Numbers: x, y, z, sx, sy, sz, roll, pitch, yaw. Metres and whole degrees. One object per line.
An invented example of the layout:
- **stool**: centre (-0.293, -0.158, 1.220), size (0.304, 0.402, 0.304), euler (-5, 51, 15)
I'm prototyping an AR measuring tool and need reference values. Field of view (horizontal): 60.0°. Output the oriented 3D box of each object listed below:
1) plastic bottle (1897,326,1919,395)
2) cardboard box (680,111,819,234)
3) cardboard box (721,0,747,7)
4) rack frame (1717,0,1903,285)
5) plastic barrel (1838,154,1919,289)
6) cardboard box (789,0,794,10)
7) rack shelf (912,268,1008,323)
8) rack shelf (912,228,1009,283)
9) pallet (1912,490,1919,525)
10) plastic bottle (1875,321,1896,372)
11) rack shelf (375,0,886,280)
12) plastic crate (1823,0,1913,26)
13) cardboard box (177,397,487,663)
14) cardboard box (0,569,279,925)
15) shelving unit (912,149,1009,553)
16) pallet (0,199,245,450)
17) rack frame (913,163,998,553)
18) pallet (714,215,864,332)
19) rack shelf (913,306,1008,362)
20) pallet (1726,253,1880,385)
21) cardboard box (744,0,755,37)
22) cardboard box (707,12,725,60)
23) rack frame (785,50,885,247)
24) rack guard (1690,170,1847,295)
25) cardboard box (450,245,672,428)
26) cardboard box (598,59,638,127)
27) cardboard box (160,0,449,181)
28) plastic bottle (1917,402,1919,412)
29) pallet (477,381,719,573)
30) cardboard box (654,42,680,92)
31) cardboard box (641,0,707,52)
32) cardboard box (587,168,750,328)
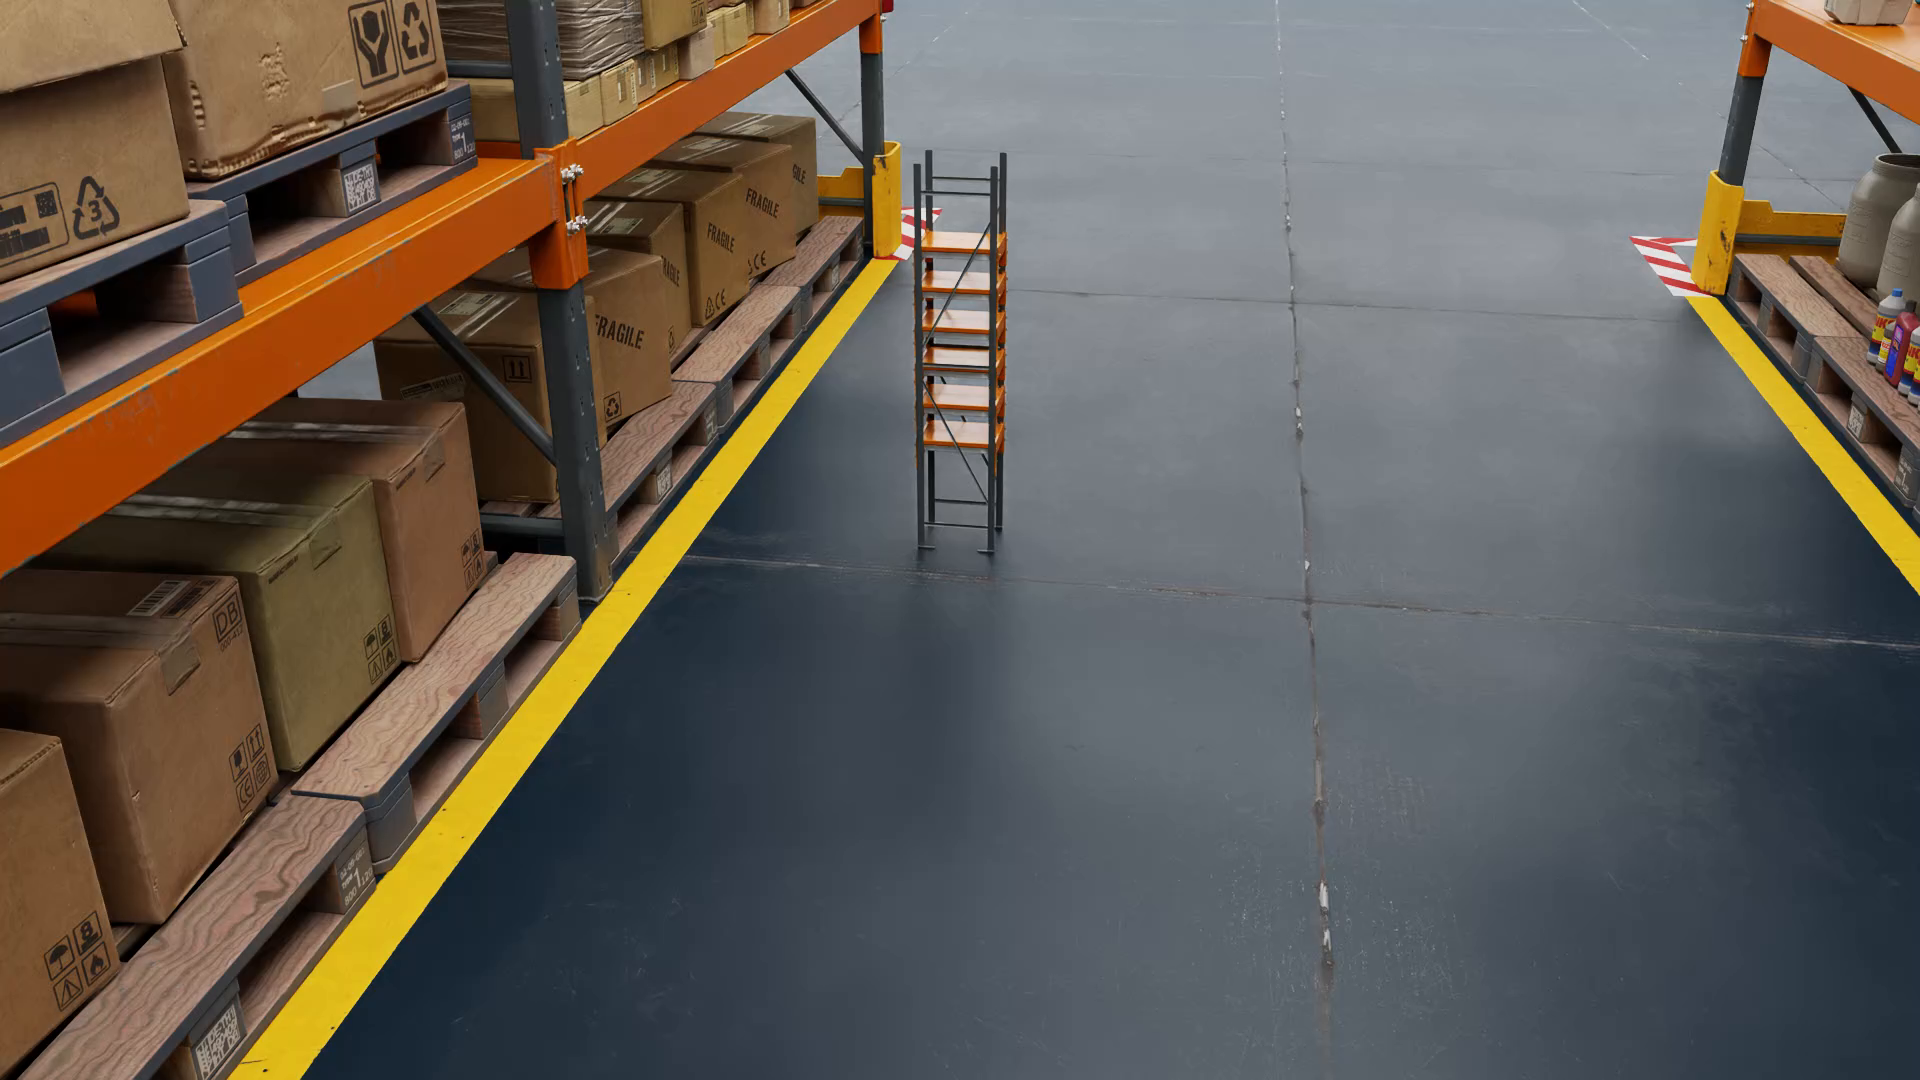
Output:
- **plastic bottle**: centre (3.346, -0.642, 5.782), size (0.097, 0.271, 0.097), euler (0, 25, 0)
- **cardboard box**: centre (-0.999, -1.699, 7.795), size (0.500, 0.500, 0.500), euler (9, 27, 18)
- **cardboard box**: centre (-1.178, -2.221, 5.988), size (0.875, 0.500, 0.500), euler (4, 25, 9)
- **rack frame**: centre (4.006, -2.558, 7.177), size (1.000, 3.000, 0.127), euler (4, 25, 9)
- **plastic barrel**: centre (3.974, -1.341, 7.016), size (0.421, 0.512, 0.421), euler (0, 25, 0)
- **cardboard box**: centre (-0.893, -2.236, 6.785), size (0.380, 0.149, 0.250), euler (4, 25, 9)
- **rack shelf**: centre (0.002, -0.727, 4.926), size (0.258, 0.103, 0.180), euler (4, 25, 9)
- **rack shelf**: centre (0.002, -0.835, 4.875), size (0.258, 0.103, 0.180), euler (4, 25, 9)
- **pallet**: centre (3.503, 0.100, 4.788), size (1.003, 0.211, 1.213), euler (4, 25, 9)
- **plastic bottle**: centre (3.385, -0.710, 6.010), size (0.097, 0.201, 0.097), euler (0, 25, 0)
- **rack shelf**: centre (-1.207, -1.739, 6.275), size (1.077, 0.370, 4.000), euler (4, 25, 9)
- **plastic crate**: centre (3.542, -2.087, 6.481), size (0.298, 0.136, 0.250), euler (4, 25, 9)
- **cardboard box**: centre (-1.656, -0.040, 4.227), size (0.700, 0.500, 0.500), euler (2, 25, 4)
- **cardboard box**: centre (-1.843, 0.392, 3.304), size (0.700, 0.500, 0.500), euler (2, 25, 4)
- **shelving unit**: centre (0.002, -0.549, 5.009), size (0.258, 1.200, 0.189), euler (4, 25, 9)
- **pallet**: centre (-1.905, -0.299, 2.577), size (1.003, 0.211, 1.213), euler (4, 25, 9)
- **rack frame**: centre (-0.013, -0.511, 4.927), size (0.240, 1.200, 0.006), euler (4, 25, 9)
- **pallet**: centre (-1.060, -1.269, 7.713), size (1.003, 0.211, 1.213), euler (4, 25, 9)
- **rack shelf**: centre (0.002, -0.618, 4.977), size (0.258, 0.103, 0.180), euler (4, 25, 9)
- **pallet**: centre (3.902, -0.921, 6.968), size (1.003, 0.211, 1.213), euler (4, 25, 9)
- **cardboard box**: centre (-0.974, -1.920, 6.109), size (0.380, 0.149, 0.250), euler (4, 25, 9)
- **cardboard box**: centre (-1.022, -1.708, 5.657), size (0.380, 0.149, 0.250), euler (4, 25, 9)
- **rack frame**: centre (-0.880, -2.901, 7.910), size (1.000, 3.000, 0.127), euler (4, 25, 9)
- **rack guard**: centre (4.040, -1.391, 7.632), size (1.175, 0.500, 0.348), euler (4, 25, 9)
- **cardboard box**: centre (-1.343, -0.691, 5.641), size (0.500, 0.500, 0.500), euler (13, 28, 25)
- **cardboard box**: centre (-1.148, -1.287, 4.758), size (0.380, 0.149, 0.250), euler (4, 25, 9)
- **cardboard box**: centre (-1.802, -1.368, 3.431), size (1.000, 1.000, 1.000), euler (4, 25, 9)
- **plastic bottle**: centre (3.314, -0.527, 5.619), size (0.097, 0.201, 0.097), euler (0, 25, 0)
- **pallet**: centre (-1.459, -0.249, 5.532), size (1.003, 0.211, 1.213), euler (4, 25, 9)
- **cardboard box**: centre (-1.103, -1.499, 5.210), size (0.380, 0.149, 0.250), euler (4, 25, 9)
- **cardboard box**: centre (-1.283, -1.799, 5.086), size (0.875, 0.500, 0.500), euler (4, 25, 9)
- **cardboard box**: centre (-1.184, -1.186, 6.700), size (0.500, 0.500, 0.500), euler (6, 26, 13)
